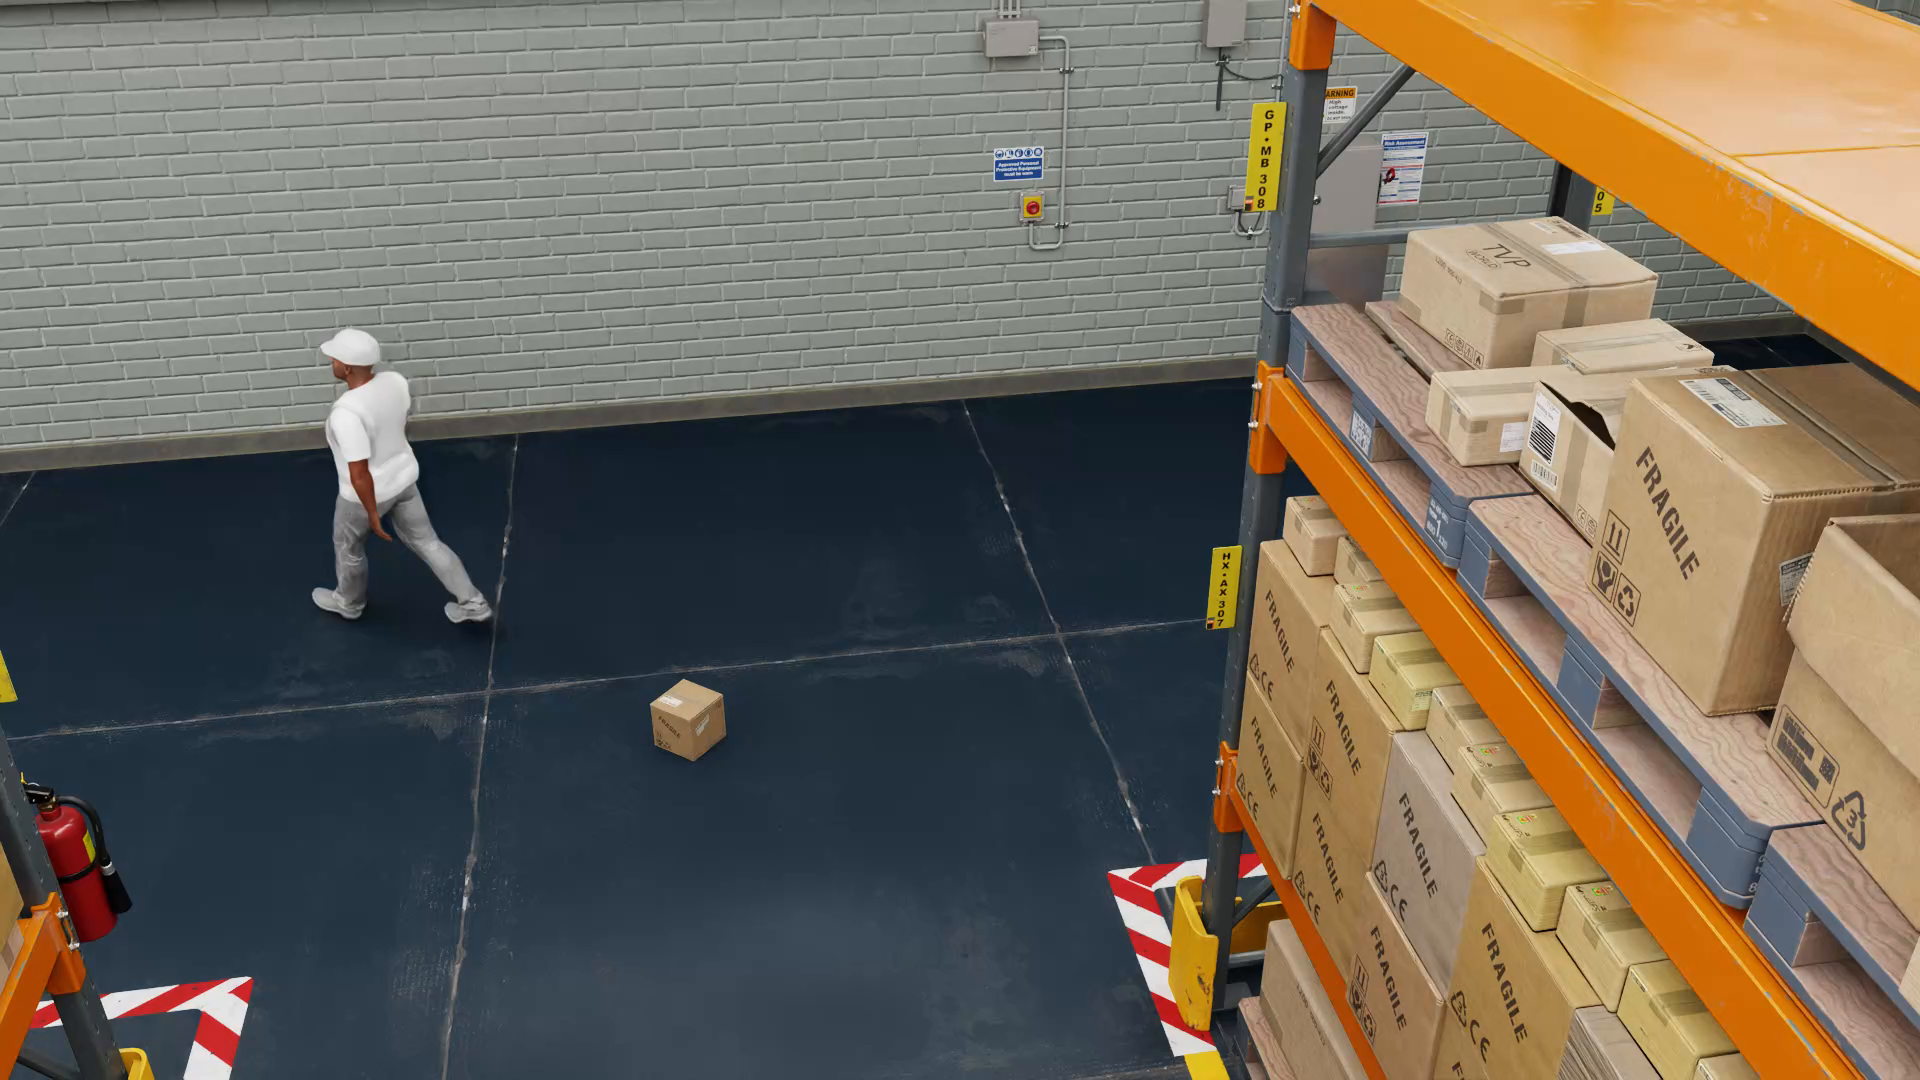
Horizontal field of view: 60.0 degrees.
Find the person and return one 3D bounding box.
[{"bbox_3d":[-3.029,-0.304,8.639,1.071,1.723,0.558,14,33,22],"label":"person"}]
